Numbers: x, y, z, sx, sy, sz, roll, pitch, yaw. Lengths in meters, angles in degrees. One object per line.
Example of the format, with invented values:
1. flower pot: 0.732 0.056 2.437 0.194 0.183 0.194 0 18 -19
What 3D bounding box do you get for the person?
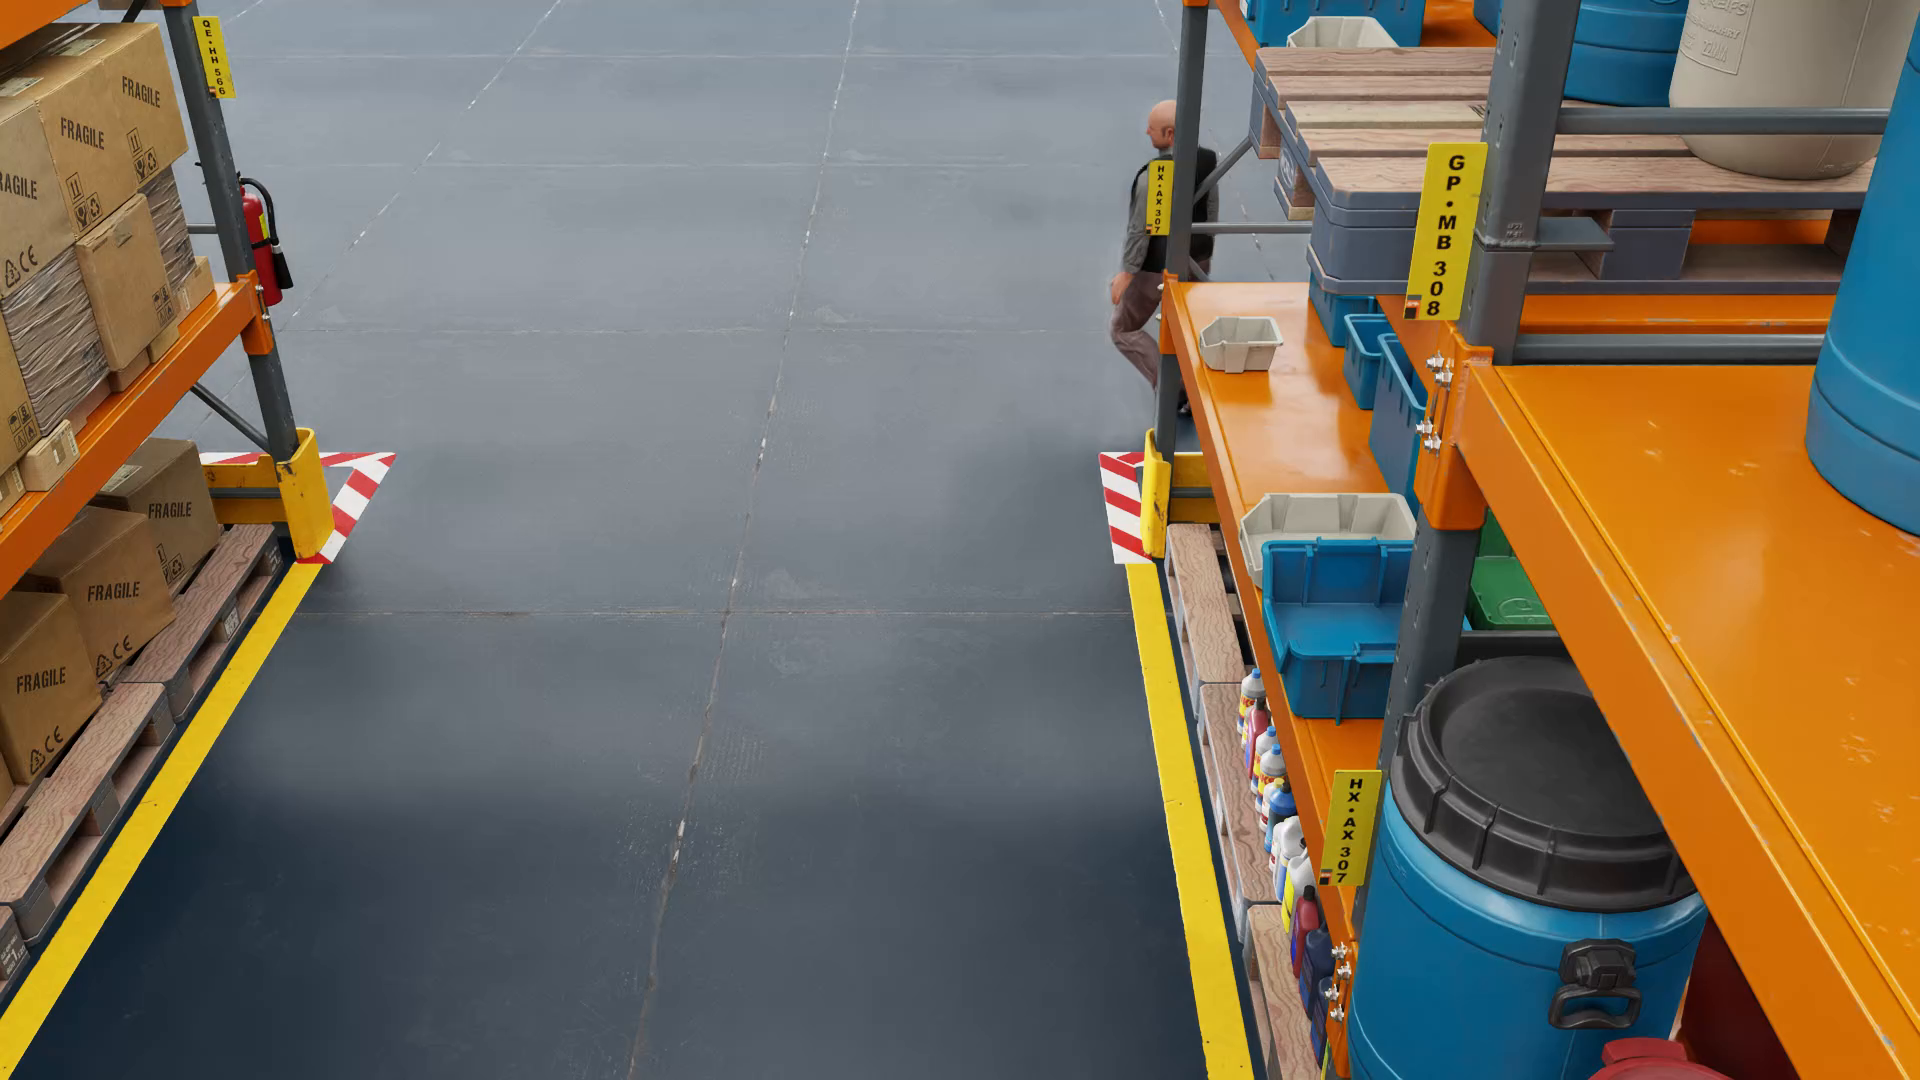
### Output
1. person: 1.059 -1.362 8.367 0.617 1.708 0.483 -23 38 -33
